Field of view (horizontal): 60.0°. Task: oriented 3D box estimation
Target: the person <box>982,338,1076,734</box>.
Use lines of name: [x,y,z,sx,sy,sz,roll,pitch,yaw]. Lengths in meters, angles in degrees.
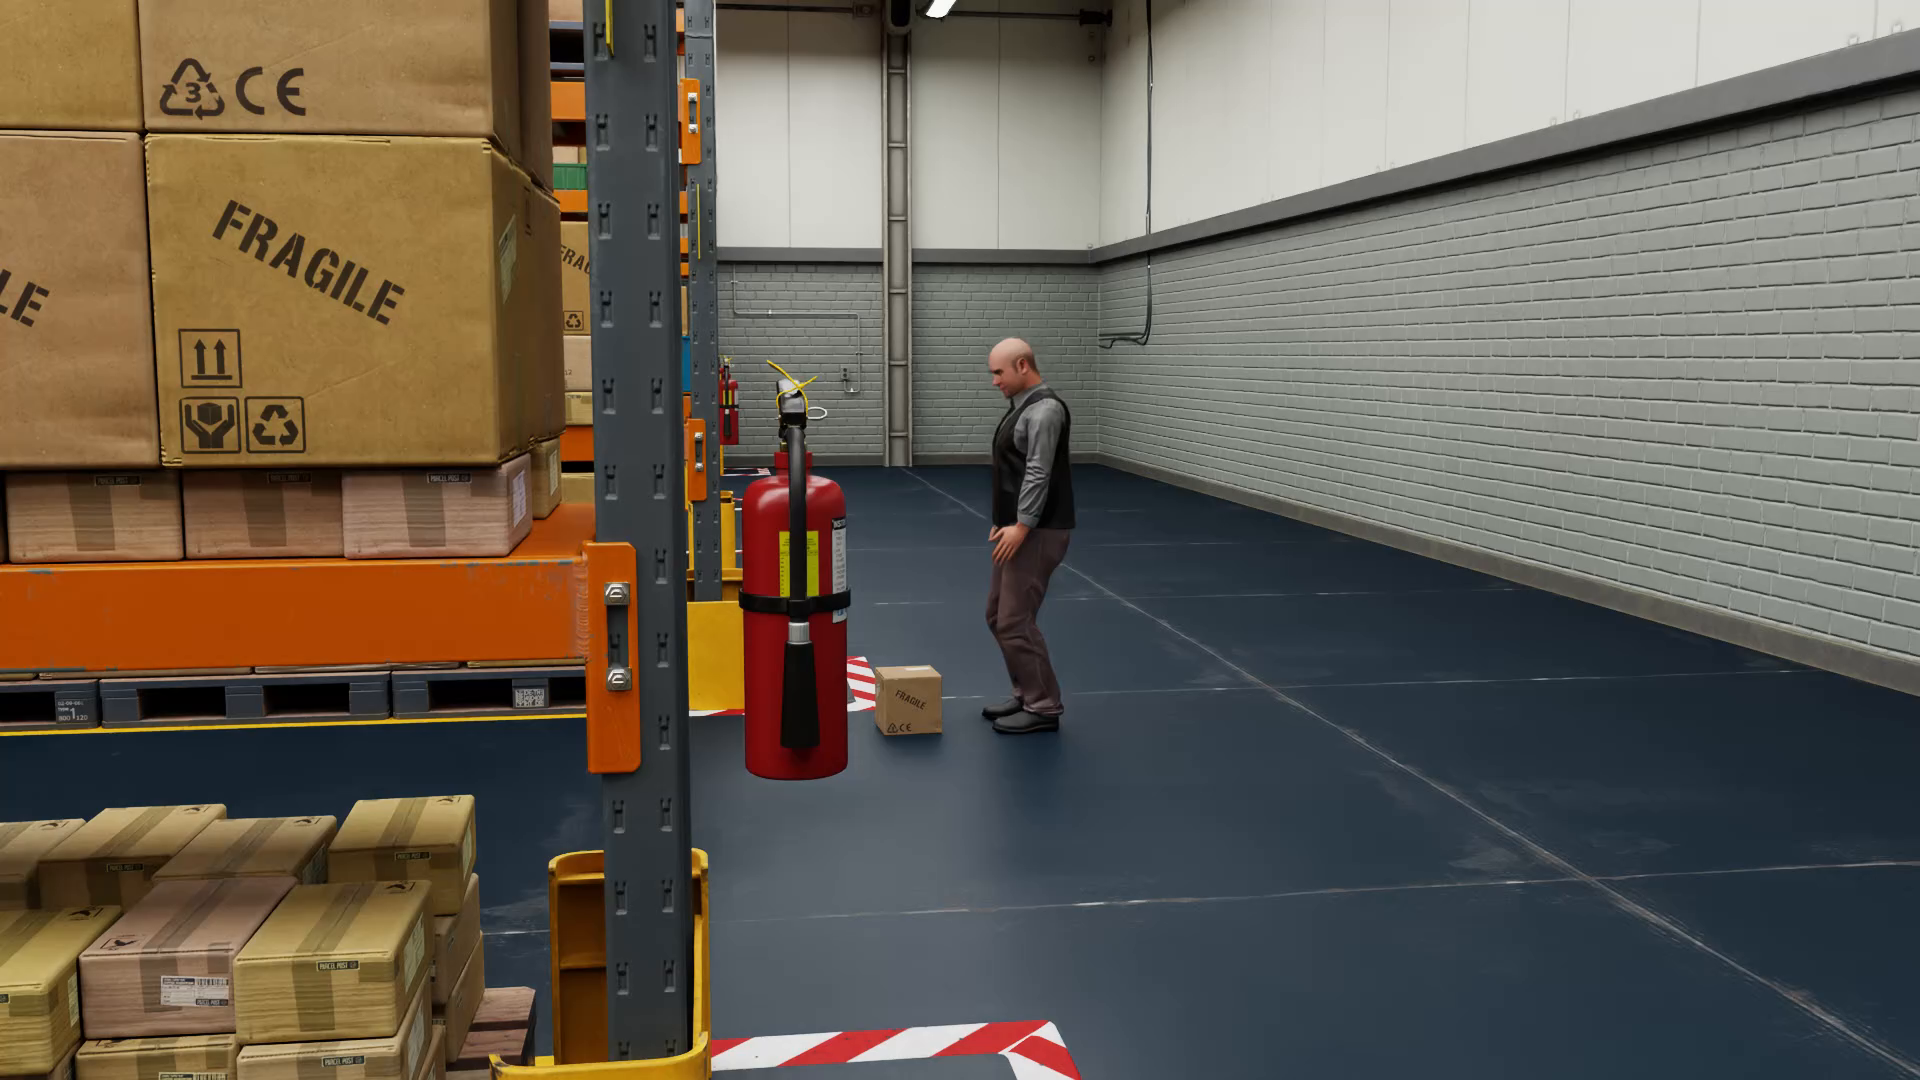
person: [0.296,-0.023,7.200,0.390,1.692,0.549,-1,6,-7]
